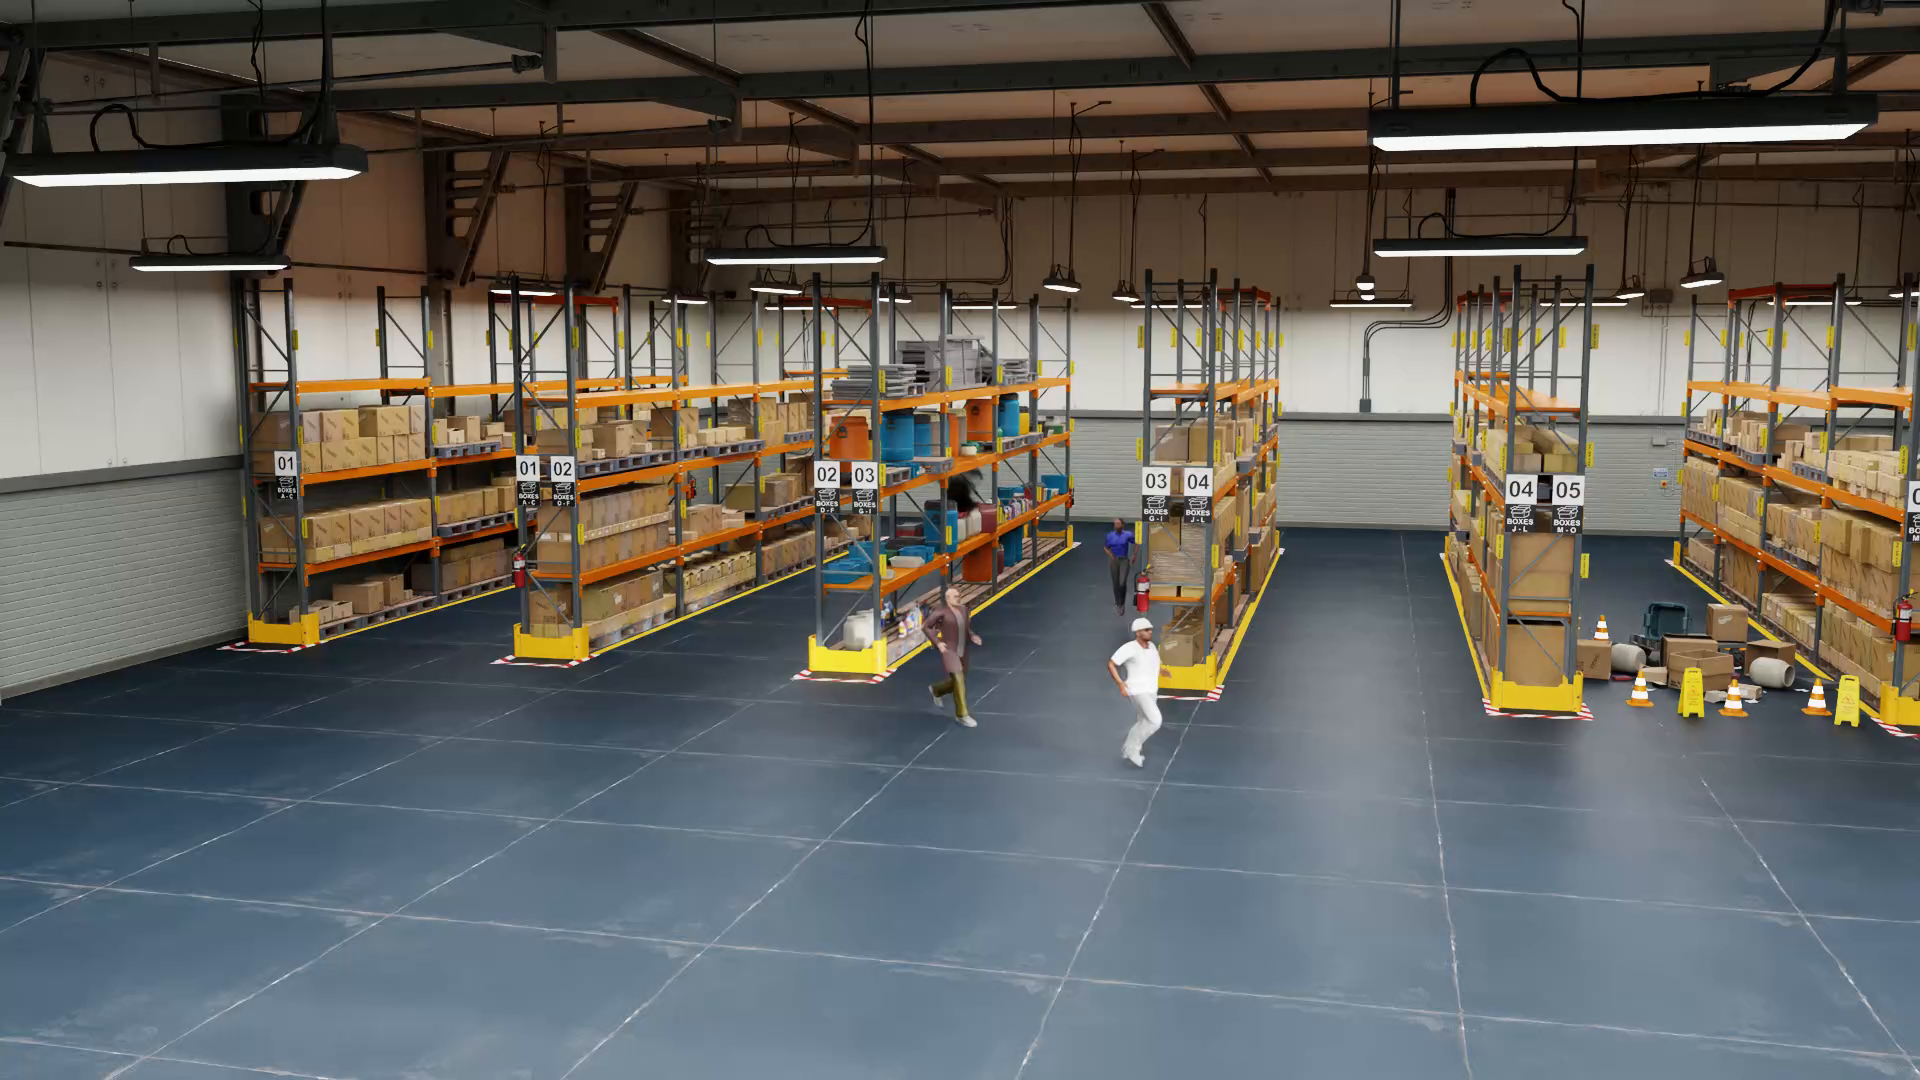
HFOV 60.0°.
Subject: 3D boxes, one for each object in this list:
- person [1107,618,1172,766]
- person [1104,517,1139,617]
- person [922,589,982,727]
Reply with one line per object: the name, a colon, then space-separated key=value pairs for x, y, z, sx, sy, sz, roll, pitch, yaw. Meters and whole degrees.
person: x=2.169 y=1.788 z=19.555 sx=0.673 sy=1.742 sz=0.676 roll=6 pitch=9 yaw=39
person: x=2.783 y=0.466 z=28.940 sx=0.581 sy=1.714 sz=0.650 roll=2 pitch=7 yaw=17
person: x=-0.123 y=1.520 z=21.878 sx=0.698 sy=1.779 sz=0.970 roll=-7 pitch=10 yaw=-44
